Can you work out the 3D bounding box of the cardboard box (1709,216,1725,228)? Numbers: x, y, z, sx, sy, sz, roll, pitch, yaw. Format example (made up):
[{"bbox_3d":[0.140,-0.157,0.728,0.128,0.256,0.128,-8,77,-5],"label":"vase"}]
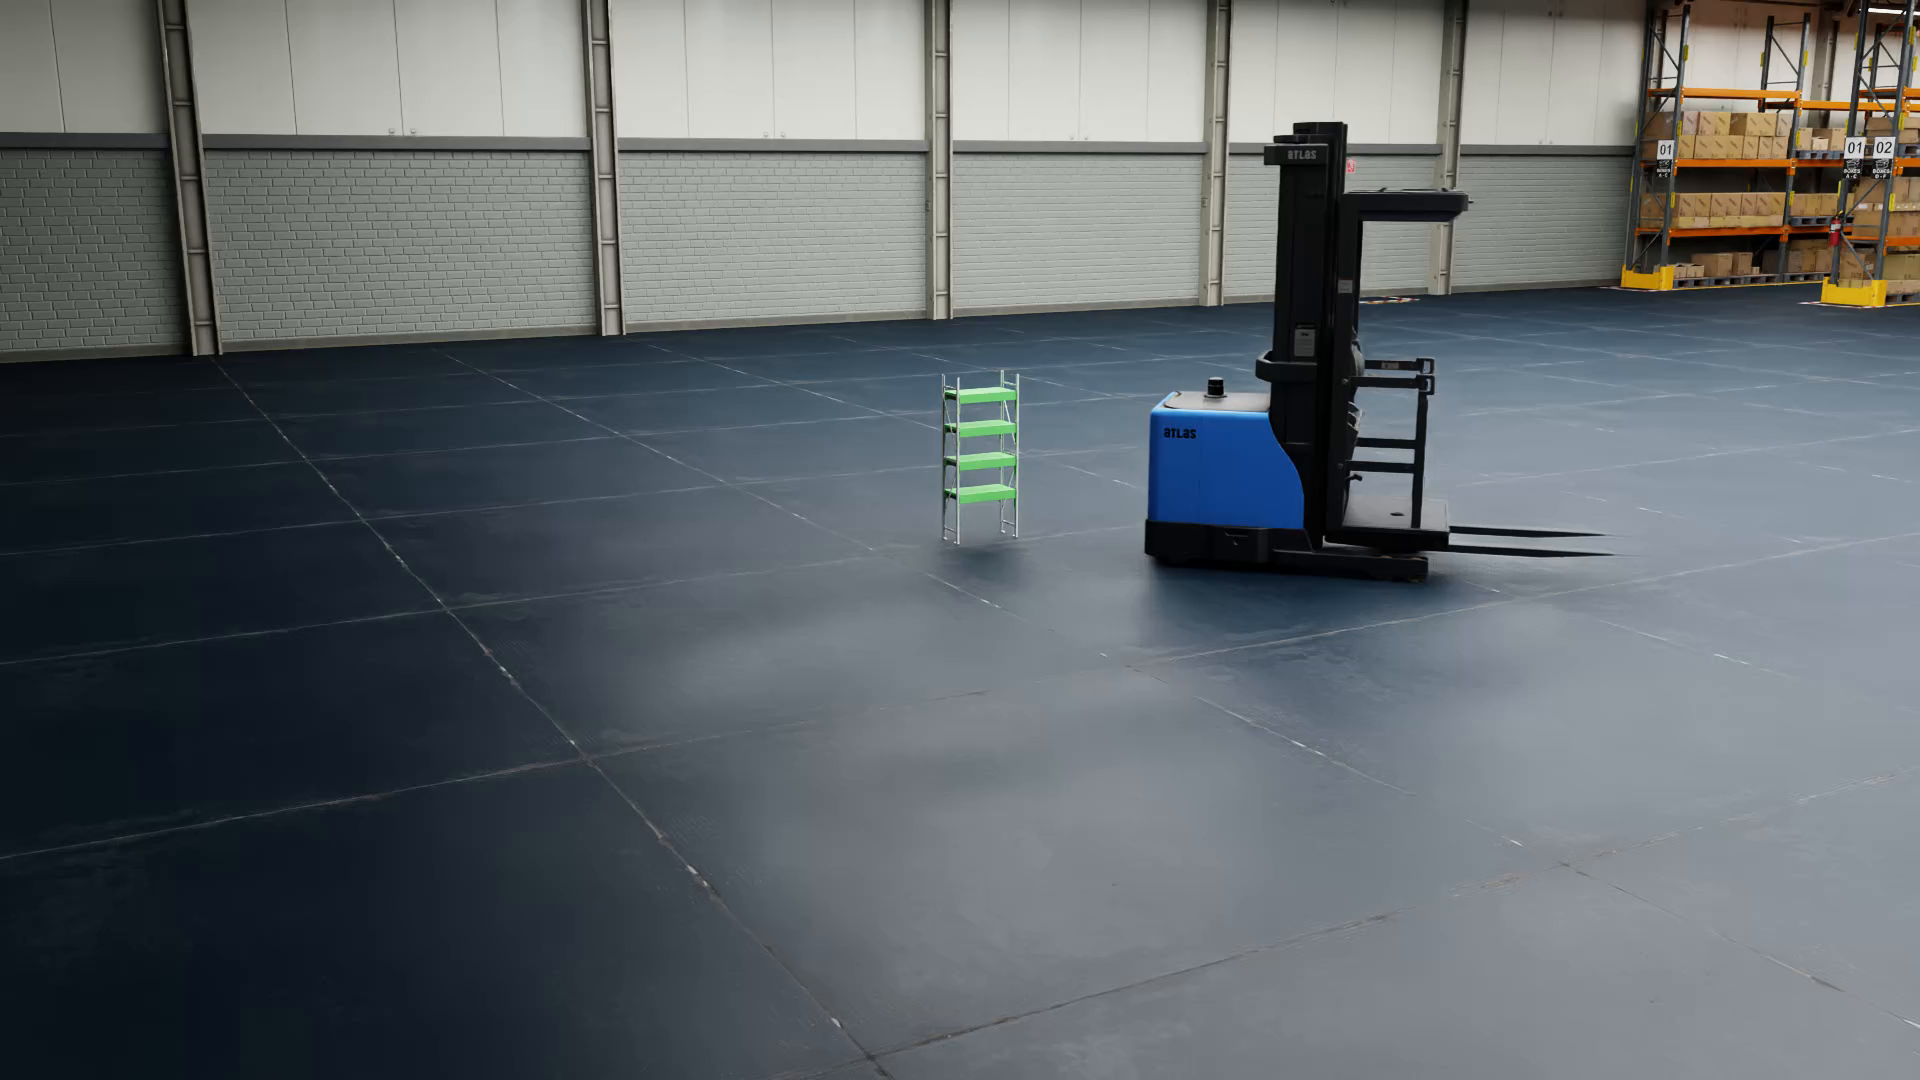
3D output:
[{"bbox_3d":[16.709,-7.108,37.159,0.500,0.250,0.500,-7,15,-29],"label":"cardboard box"}]

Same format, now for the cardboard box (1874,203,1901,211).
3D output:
[{"bbox_3d":[18.054,-6.483,32.377,0.250,0.149,0.380,-7,14,-28],"label":"cardboard box"}]

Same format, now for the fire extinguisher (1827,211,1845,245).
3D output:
[{"bbox_3d":[17.280,-6.157,32.811,0.183,0.674,0.296,-7,14,-28],"label":"fire extinguisher"}]

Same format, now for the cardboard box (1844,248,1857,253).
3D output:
[{"bbox_3d":[21.137,-6.791,40.144,0.500,0.500,0.700,-7,14,-28],"label":"cardboard box"}]

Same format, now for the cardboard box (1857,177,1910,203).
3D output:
[{"bbox_3d":[18.069,-6.851,32.539,0.500,0.500,0.700,-7,14,-28],"label":"cardboard box"}]

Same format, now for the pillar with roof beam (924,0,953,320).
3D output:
[{"bbox_3d":[1.693,-7.516,25.009,0.400,9.000,9.100,-7,14,-28],"label":"pillar with roof beam"}]

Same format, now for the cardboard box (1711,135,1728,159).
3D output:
[{"bbox_3d":[16.585,-8.686,36.767,0.500,0.500,0.500,-6,14,-25],"label":"cardboard box"}]

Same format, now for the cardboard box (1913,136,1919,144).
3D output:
[{"bbox_3d":[18.724,-7.821,32.496,0.250,0.149,0.380,-7,14,-28],"label":"cardboard box"}]

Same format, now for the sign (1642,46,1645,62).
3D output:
[{"bbox_3d":[14.982,-10.641,36.407,0.005,0.325,0.100,-7,14,-28],"label":"sign"}]

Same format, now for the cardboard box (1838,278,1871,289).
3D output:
[{"bbox_3d":[17.936,-5.094,33.220,0.500,0.250,0.500,-7,14,-28],"label":"cardboard box"}]

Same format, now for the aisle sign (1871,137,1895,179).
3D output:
[{"bbox_3d":[17.696,-7.320,31.882,0.004,0.787,0.394,-7,14,-28],"label":"aisle sign"}]

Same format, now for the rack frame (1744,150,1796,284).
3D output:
[{"bbox_3d":[18.741,-7.493,38.570,0.127,3.000,1.000,-7,14,-28],"label":"rack frame"}]

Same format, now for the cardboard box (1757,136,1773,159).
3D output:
[{"bbox_3d":[17.966,-8.863,37.555,0.500,0.500,0.500,-8,15,-33],"label":"cardboard box"}]

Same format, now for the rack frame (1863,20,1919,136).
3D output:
[{"bbox_3d":[22.252,-10.840,39.782,0.127,3.000,1.000,-7,14,-28],"label":"rack frame"}]

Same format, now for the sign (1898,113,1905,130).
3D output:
[{"bbox_3d":[17.867,-7.938,31.548,0.005,0.325,0.100,-7,14,-28],"label":"sign"}]

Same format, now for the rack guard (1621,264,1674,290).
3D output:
[{"bbox_3d":[15.296,-5.860,37.011,0.348,0.500,1.175,-7,14,-28],"label":"rack guard"}]

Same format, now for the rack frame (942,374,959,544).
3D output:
[{"bbox_3d":[-0.069,-0.577,11.941,0.015,1.200,0.240,-7,14,-28],"label":"rack frame"}]

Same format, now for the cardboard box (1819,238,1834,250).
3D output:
[{"bbox_3d":[20.665,-7.086,39.745,0.500,0.250,0.500,-7,14,-28],"label":"cardboard box"}]

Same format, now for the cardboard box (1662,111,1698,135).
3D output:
[{"bbox_3d":[15.684,-9.075,36.220,0.500,0.500,0.500,-8,15,-32],"label":"cardboard box"}]

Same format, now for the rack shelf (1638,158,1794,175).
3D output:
[{"bbox_3d":[16.985,-8.395,37.385,4.000,0.370,1.077,-7,14,-28],"label":"rack shelf"}]

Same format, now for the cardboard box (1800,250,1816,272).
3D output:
[{"bbox_3d":[19.808,-6.632,39.439,0.500,0.500,0.700,-7,15,-29],"label":"cardboard box"}]

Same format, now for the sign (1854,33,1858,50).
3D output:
[{"bbox_3d":[17.359,-9.645,32.162,0.005,0.325,0.100,-7,14,-28],"label":"sign"}]

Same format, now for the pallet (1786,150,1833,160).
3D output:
[{"bbox_3d":[19.334,-8.909,38.459,1.003,0.211,1.213,-7,14,-28],"label":"pallet"}]

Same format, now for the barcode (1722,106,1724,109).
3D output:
[{"bbox_3d":[17.315,-9.819,37.751,0.075,0.075,0.001,-7,14,-28],"label":"barcode"}]

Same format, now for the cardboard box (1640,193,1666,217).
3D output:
[{"bbox_3d":[15.542,-7.465,37.035,0.500,0.500,0.500,-7,14,-28],"label":"cardboard box"}]

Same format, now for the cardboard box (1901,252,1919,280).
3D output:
[{"bbox_3d":[19.054,-5.468,33.174,0.500,0.500,0.500,-7,14,-28],"label":"cardboard box"}]

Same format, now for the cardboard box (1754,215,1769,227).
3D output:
[{"bbox_3d":[18.029,-7.270,37.878,0.500,0.250,0.500,-7,14,-28],"label":"cardboard box"}]

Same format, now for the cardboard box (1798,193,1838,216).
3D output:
[{"bbox_3d":[20.261,-7.936,39.309,0.500,0.500,0.700,-5,14,-20],"label":"cardboard box"}]

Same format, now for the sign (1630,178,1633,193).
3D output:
[{"bbox_3d":[14.981,-7.900,37.023,0.005,0.325,0.100,-7,14,-28],"label":"sign"}]

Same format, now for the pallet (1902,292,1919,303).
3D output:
[{"bbox_3d":[19.327,-4.973,33.726,1.213,0.211,1.003,-7,14,-28],"label":"pallet"}]

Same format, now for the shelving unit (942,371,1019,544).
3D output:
[{"bbox_3d":[0.145,-0.603,12.055,0.503,1.200,0.258,-7,14,-28],"label":"shelving unit"}]

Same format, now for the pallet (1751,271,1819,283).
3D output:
[{"bbox_3d":[19.423,-6.214,39.242,1.213,0.211,1.003,-7,14,-28],"label":"pallet"}]

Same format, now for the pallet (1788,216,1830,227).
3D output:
[{"bbox_3d":[19.481,-7.451,38.824,1.213,0.211,1.003,-7,14,-28],"label":"pallet"}]

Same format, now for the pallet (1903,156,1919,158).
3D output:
[{"bbox_3d":[22.791,-9.363,40.478,1.003,0.211,1.213,-6,14,-25],"label":"pallet"}]

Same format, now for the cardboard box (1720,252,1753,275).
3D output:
[{"bbox_3d":[17.849,-6.371,38.277,0.500,0.500,0.500,-8,15,-32],"label":"cardboard box"}]

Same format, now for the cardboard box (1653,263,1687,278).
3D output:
[{"bbox_3d":[15.880,-6.030,37.194,0.500,0.311,0.500,-9,15,-34],"label":"cardboard box"}]

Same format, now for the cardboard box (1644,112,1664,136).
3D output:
[{"bbox_3d":[15.483,-9.177,36.674,0.500,0.500,0.500,-6,14,-25],"label":"cardboard box"}]

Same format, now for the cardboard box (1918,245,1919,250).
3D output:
[{"bbox_3d":[23.732,-7.213,41.266,0.750,0.750,0.750,-7,14,-28],"label":"cardboard box"}]

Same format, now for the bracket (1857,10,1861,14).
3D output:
[{"bbox_3d":[21.230,-12.601,39.409,0.430,0.232,0.235,-7,14,-28],"label":"bracket"}]

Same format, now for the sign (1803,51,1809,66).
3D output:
[{"bbox_3d":[18.984,-10.807,37.327,0.005,0.325,0.100,-7,14,-28],"label":"sign"}]

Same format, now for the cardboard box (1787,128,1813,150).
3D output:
[{"bbox_3d":[19.259,-9.252,38.371,0.500,0.500,0.500,-5,13,-20],"label":"cardboard box"}]

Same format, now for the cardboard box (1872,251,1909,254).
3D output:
[{"bbox_3d":[18.805,-5.569,33.619,0.500,0.500,0.500,-7,14,-28],"label":"cardboard box"}]

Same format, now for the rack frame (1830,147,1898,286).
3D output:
[{"bbox_3d":[17.606,-6.118,32.460,0.127,3.000,1.000,-7,14,-28],"label":"rack frame"}]

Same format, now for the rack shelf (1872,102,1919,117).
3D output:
[{"bbox_3d":[24.007,-10.505,40.839,4.000,0.370,1.077,-7,14,-28],"label":"rack shelf"}]

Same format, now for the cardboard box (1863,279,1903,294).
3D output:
[{"bbox_3d":[18.184,-4.995,32.776,0.500,0.250,0.500,-7,14,-28],"label":"cardboard box"}]

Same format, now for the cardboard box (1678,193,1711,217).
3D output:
[{"bbox_3d":[16.231,-7.417,36.821,0.500,0.500,0.500,-7,14,-28],"label":"cardboard box"}]

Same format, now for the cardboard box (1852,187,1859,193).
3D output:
[{"bbox_3d":[21.688,-8.415,39.960,0.250,0.149,0.380,-10,16,-37],"label":"cardboard box"}]

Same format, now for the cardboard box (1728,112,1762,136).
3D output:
[{"bbox_3d":[17.501,-9.281,37.133,0.500,0.500,0.500,-7,15,-30],"label":"cardboard box"}]

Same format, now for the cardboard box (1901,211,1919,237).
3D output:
[{"bbox_3d":[18.481,-6.269,32.906,0.500,0.500,0.700,-6,14,-26],"label":"cardboard box"}]

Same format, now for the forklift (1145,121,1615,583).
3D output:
[{"bbox_3d":[2.840,-1.279,11.115,3.031,2.935,1.130,3,13,15],"label":"forklift"}]

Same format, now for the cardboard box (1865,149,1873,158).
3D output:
[{"bbox_3d":[21.749,-9.215,39.551,0.500,0.311,0.500,-7,14,-28],"label":"cardboard box"}]

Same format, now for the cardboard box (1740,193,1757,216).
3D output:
[{"bbox_3d":[17.591,-7.581,37.552,0.500,0.500,0.500,-7,15,-29],"label":"cardboard box"}]

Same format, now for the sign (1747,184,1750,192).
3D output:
[{"bbox_3d":[18.472,-8.164,38.917,0.005,0.325,0.100,-7,14,-28],"label":"sign"}]

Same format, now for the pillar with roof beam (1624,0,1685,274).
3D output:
[{"bbox_3d":[17.492,-9.409,33.423,0.548,9.000,9.100,-7,14,-28],"label":"pillar with roof beam"}]

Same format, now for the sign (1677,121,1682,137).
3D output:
[{"bbox_3d":[15.490,-8.857,35.811,0.005,0.325,0.100,-7,14,-28],"label":"sign"}]

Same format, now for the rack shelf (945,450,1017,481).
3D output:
[{"bbox_3d":[0.145,-0.540,12.069,0.480,0.148,0.258,-7,14,-28],"label":"rack shelf"}]

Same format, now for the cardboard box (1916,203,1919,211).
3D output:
[{"bbox_3d":[18.727,-6.563,32.734,0.250,0.149,0.380,-7,14,-29],"label":"cardboard box"}]

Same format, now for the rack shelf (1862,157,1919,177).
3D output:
[{"bbox_3d":[19.362,-7.440,33.145,4.000,0.370,1.077,-7,14,-28],"label":"rack shelf"}]

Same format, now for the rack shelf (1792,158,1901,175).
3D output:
[{"bbox_3d":[20.496,-8.815,39.255,4.000,0.370,1.077,-7,14,-28],"label":"rack shelf"}]
